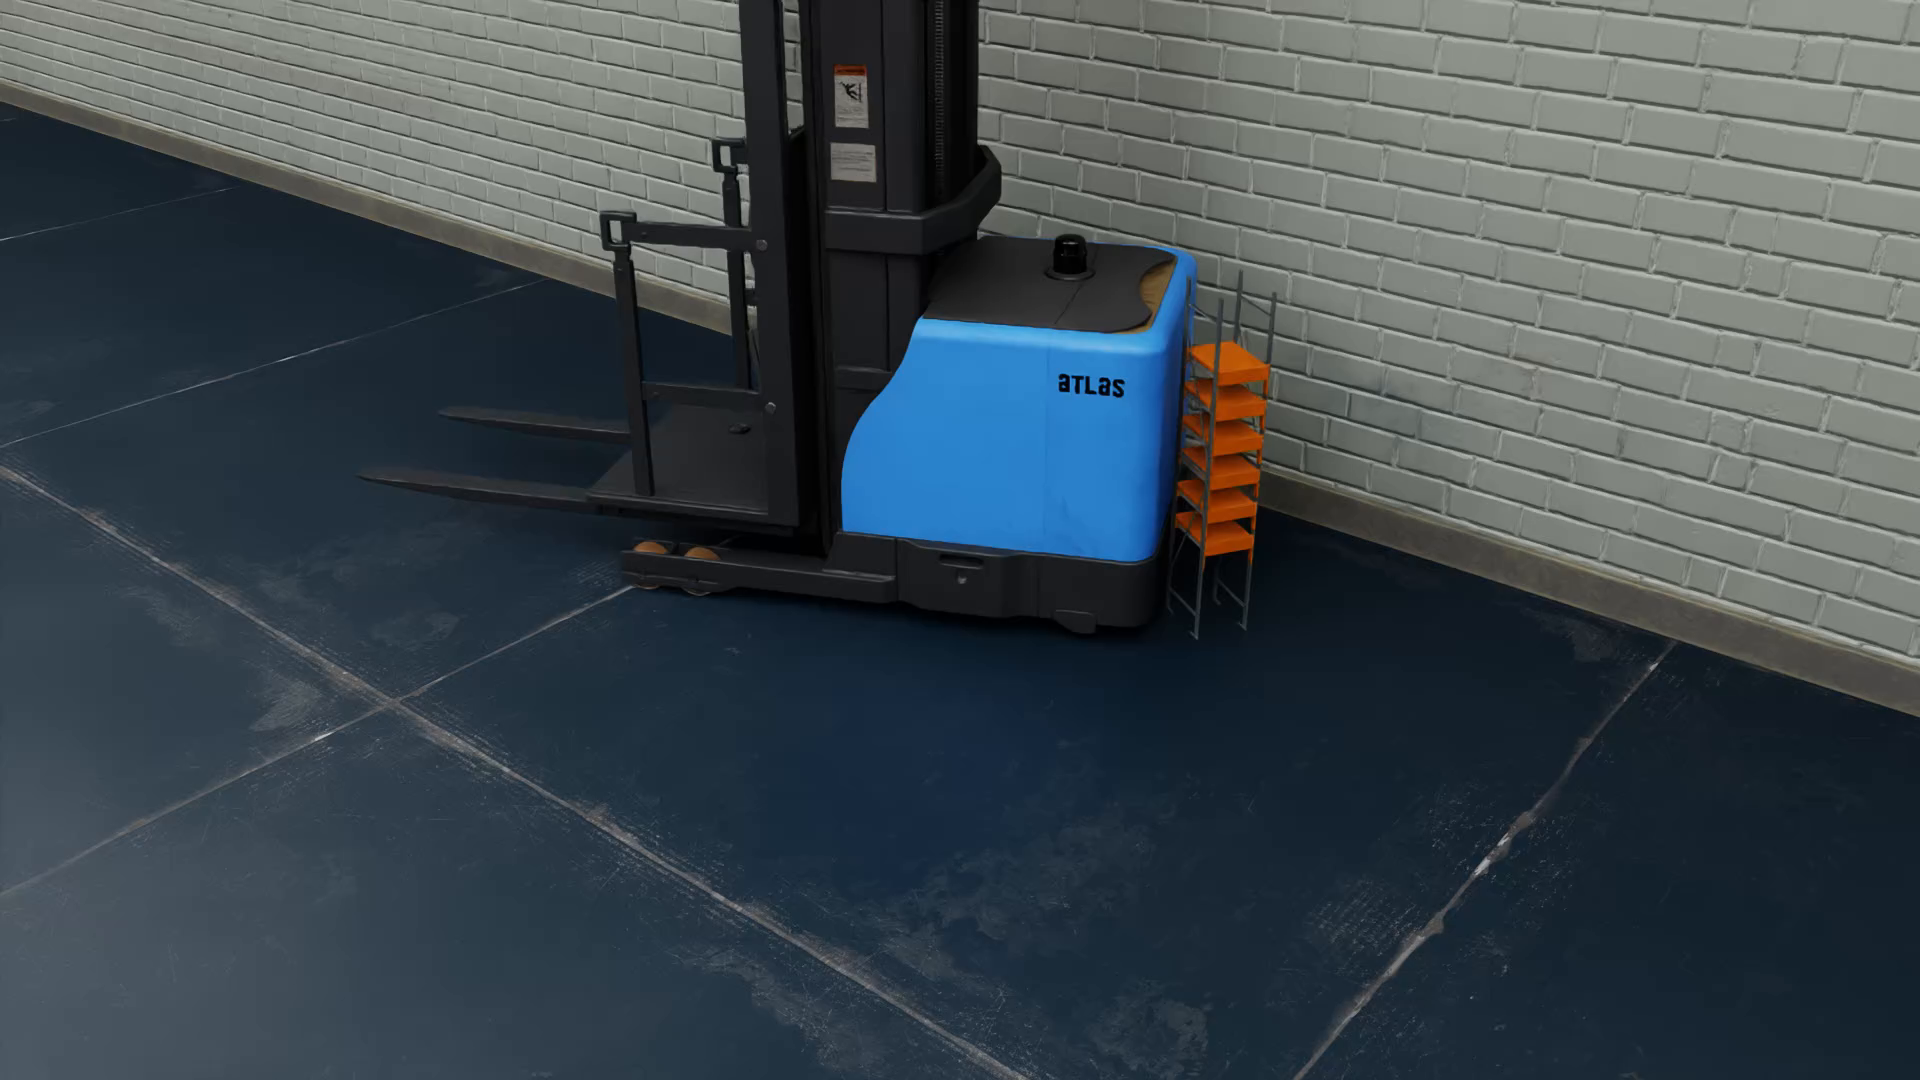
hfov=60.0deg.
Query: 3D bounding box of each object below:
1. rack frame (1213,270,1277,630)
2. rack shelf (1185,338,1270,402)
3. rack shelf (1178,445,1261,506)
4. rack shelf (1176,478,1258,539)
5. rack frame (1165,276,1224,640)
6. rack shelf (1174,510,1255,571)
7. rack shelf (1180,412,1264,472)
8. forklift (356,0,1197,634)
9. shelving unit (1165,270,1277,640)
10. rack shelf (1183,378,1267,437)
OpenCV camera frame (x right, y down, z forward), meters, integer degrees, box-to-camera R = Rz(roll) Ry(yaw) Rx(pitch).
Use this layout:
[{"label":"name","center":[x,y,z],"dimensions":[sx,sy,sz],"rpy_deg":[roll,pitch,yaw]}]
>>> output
[{"label":"rack frame","center":[0.932,-0.277,5.480],"dimensions":[0.006,1.200,0.240],"rpy_deg":[-9,29,-17]},{"label":"rack shelf","center":[0.845,-0.544,5.308],"dimensions":[0.180,0.103,0.258],"rpy_deg":[-9,29,-17]},{"label":"rack shelf","center":[0.845,-0.224,5.473],"dimensions":[0.180,0.103,0.258],"rpy_deg":[-9,29,-17]},{"label":"rack shelf","center":[0.845,-0.117,5.529],"dimensions":[0.180,0.103,0.258],"rpy_deg":[-9,29,-17]},{"label":"rack frame","center":[0.759,-0.249,5.426],"dimensions":[0.006,1.200,0.240],"rpy_deg":[-9,29,-17]},{"label":"rack shelf","center":[0.845,-0.011,5.584],"dimensions":[0.180,0.103,0.258],"rpy_deg":[-9,29,-17]},{"label":"rack shelf","center":[0.845,-0.330,5.418],"dimensions":[0.180,0.103,0.258],"rpy_deg":[-9,29,-17]},{"label":"forklift","center":[-0.719,-1.333,5.637],"dimensions":[3.031,2.935,1.130],"rpy_deg":[6,28,12]},{"label":"shelving unit","center":[0.845,-0.263,5.453],"dimensions":[0.189,1.200,0.258],"rpy_deg":[-9,29,-17]},{"label":"rack shelf","center":[0.845,-0.437,5.363],"dimensions":[0.180,0.103,0.258],"rpy_deg":[-9,29,-17]}]
